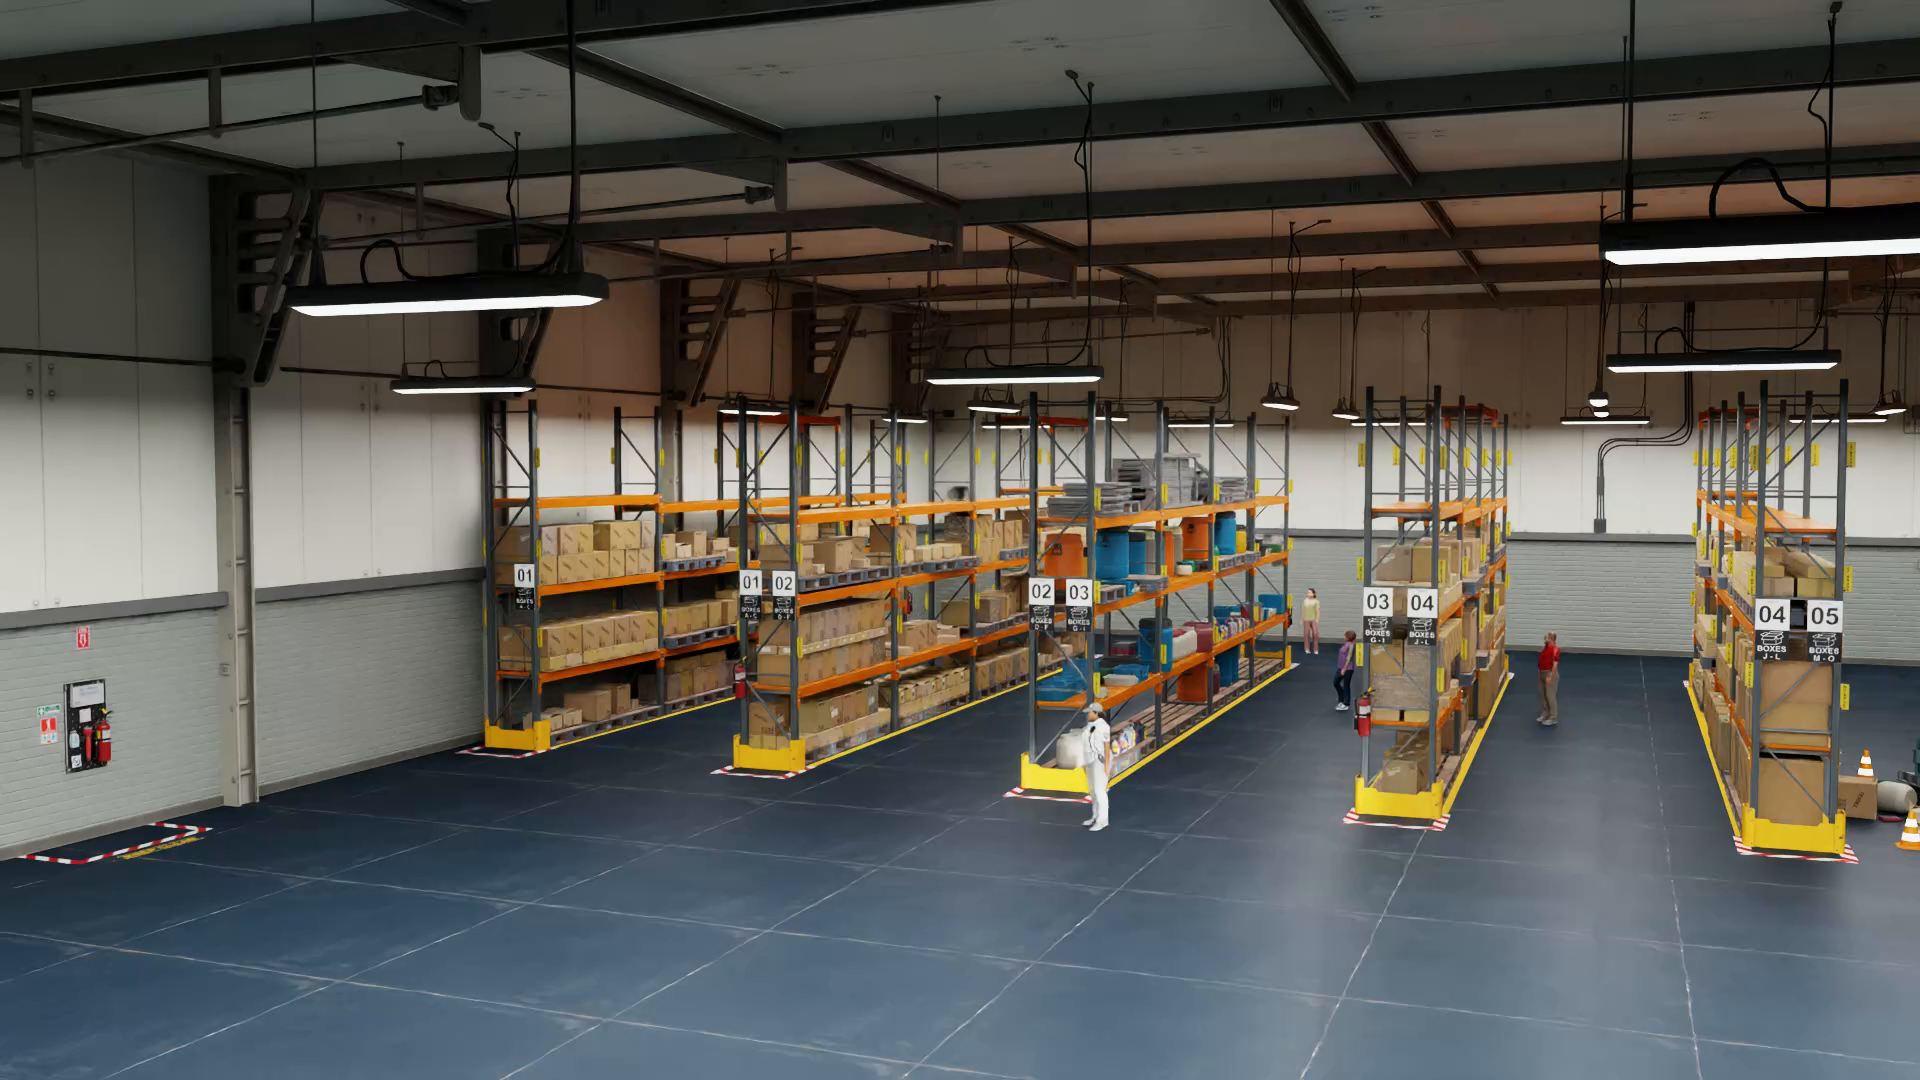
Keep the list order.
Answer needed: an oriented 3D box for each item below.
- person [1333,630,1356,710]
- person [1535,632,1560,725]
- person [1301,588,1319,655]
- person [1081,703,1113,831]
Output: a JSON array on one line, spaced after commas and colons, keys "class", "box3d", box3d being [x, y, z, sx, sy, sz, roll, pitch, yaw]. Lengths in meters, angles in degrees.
[{"class": "person", "box3d": [7.650, 2.584, 33.022, 0.409, 1.600, 0.435, -1, 3, -22]}, {"class": "person", "box3d": [11.106, 2.604, 31.402, 0.384, 1.747, 0.573, -1, 3, -13]}, {"class": "person", "box3d": [8.970, 2.102, 42.588, 0.472, 1.725, 0.436, 0, 3, 8]}, {"class": "person", "box3d": [1.844, 3.067, 22.618, 0.402, 1.699, 0.569, -1, 3, -21]}]
